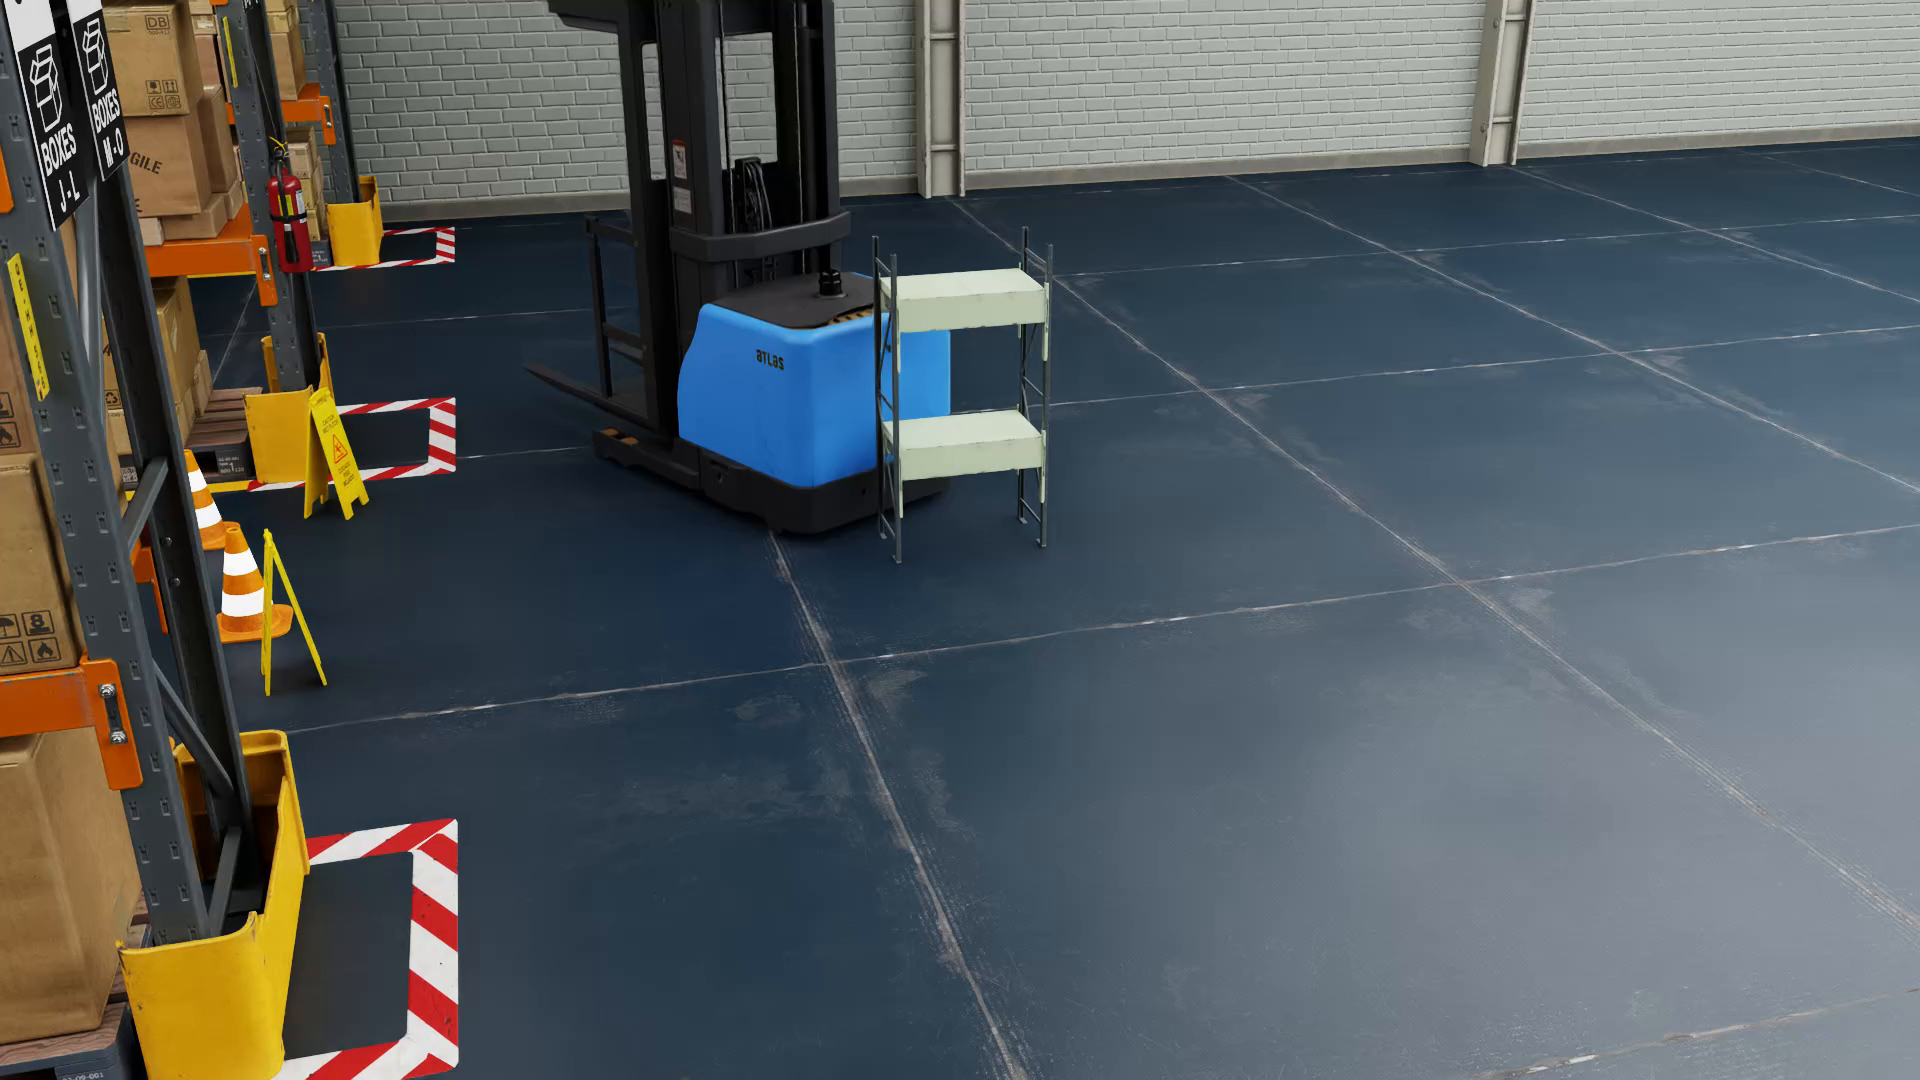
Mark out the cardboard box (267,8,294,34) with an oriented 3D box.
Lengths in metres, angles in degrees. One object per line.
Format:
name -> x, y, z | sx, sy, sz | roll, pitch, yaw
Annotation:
cardboard box -> -5.303, -4.006, 12.833 | 0.250, 0.149, 0.380 | -6, 24, -14

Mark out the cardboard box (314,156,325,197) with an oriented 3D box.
cardboard box -> -5.553, -2.993, 13.743 | 0.500, 0.250, 0.500 | -6, 24, -13

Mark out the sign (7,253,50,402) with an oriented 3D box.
sign -> -2.133, -0.486, 3.811 | 0.005, 0.325, 0.100 | -6, 24, -14

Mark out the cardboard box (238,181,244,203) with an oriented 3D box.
cardboard box -> -5.915, -2.745, 13.163 | 0.500, 0.250, 0.500 | -7, 24, -15

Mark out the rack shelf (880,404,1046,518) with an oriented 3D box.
rack shelf -> 0.006, -0.390, 8.084 | 0.720, 0.370, 0.431 | -6, 24, -14

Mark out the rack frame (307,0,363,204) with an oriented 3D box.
rack frame -> -5.045, -3.806, 13.315 | 0.127, 3.000, 1.000 | -6, 24, -14

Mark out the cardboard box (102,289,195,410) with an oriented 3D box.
cardboard box -> -4.401, -1.011, 8.806 | 0.500, 0.500, 0.500 | -6, 24, -14

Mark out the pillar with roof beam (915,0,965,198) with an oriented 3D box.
pillar with roof beam -> 0.981, -5.835, 10.437 | 0.400, 9.000, 9.100 | -6, 24, -14

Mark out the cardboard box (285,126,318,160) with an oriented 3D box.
cardboard box -> -5.558, -3.215, 13.625 | 0.500, 0.250, 0.500 | -7, 24, -15

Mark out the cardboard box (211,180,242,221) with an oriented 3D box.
cardboard box -> -4.083, -1.848, 9.072 | 0.250, 0.149, 0.380 | -6, 24, -14

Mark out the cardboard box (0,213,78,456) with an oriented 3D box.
cardboard box -> -2.633, -0.593, 4.269 | 0.550, 0.550, 0.875 | -6, 24, -14

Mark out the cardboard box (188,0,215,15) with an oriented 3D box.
cardboard box -> -5.806, -4.092, 12.656 | 0.250, 0.149, 0.380 | -6, 24, -13

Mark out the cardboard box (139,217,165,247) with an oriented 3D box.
cardboard box -> -4.216, -1.616, 8.530 | 0.250, 0.149, 0.380 | -7, 24, -15

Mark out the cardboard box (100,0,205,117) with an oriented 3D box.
cardboard box -> -4.133, -2.426, 8.328 | 0.500, 0.500, 0.700 | -7, 24, -16

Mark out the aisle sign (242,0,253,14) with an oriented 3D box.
aisle sign -> -3.562, -3.013, 8.170 | 0.004, 0.787, 0.394 | -6, 24, -14

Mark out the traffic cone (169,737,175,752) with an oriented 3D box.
traffic cone -> -3.161, 0.630, 6.194 | 0.334, 0.463, 0.336 | -6, 24, -14

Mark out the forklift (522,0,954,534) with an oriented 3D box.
forklift -> -1.408, -1.869, 8.888 | 1.130, 2.935, 3.031 | -20, 30, -39

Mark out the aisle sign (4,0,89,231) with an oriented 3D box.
aisle sign -> -2.116, -1.141, 3.809 | 0.004, 0.787, 0.394 | -6, 24, -14

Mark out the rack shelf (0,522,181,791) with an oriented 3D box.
rack shelf -> -4.191, 0.491, 4.215 | 4.000, 0.370, 1.077 | -6, 24, -14

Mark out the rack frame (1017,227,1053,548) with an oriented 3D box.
rack frame -> 0.359, -0.729, 8.047 | 0.023, 1.500, 0.400 | -6, 24, -14

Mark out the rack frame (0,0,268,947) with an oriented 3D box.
rack frame -> -2.266, -0.053, 4.569 | 0.127, 3.000, 1.000 | -6, 24, -14

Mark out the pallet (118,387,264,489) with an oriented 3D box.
pallet -> -4.565, -0.559, 9.285 | 1.213, 0.211, 1.003 | -6, 24, -14

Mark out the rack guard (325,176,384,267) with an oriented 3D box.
rack guard -> -5.021, -2.659, 13.814 | 0.348, 0.500, 1.175 | -6, 24, -14

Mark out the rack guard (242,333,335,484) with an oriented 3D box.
rack guard -> -3.773, -0.765, 9.398 | 0.348, 0.500, 1.175 | -6, 24, -14

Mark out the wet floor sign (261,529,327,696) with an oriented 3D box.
wet floor sign -> -2.773, 0.274, 6.793 | 0.232, 0.644, 0.267 | -11, 25, -23

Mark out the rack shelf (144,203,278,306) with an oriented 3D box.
rack shelf -> -5.626, -1.378, 8.569 | 4.000, 0.370, 1.077 | -6, 24, -14

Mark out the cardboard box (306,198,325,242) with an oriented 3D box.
cardboard box -> -5.412, -2.565, 13.378 | 0.500, 0.250, 0.500 | -6, 24, -14

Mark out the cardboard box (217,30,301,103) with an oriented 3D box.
cardboard box -> -5.447, -3.699, 12.941 | 0.500, 0.500, 0.500 | -7, 24, -16

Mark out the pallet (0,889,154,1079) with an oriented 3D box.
pallet -> -3.014, 1.343, 4.851 | 1.213, 0.211, 1.003 | -6, 24, -14

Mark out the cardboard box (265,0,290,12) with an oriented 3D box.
cardboard box -> -5.332, -4.168, 12.833 | 0.250, 0.149, 0.380 | -6, 24, -14

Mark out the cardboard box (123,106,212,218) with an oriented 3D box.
cardboard box -> -4.148, -1.942, 8.467 | 0.500, 0.500, 0.500 | -7, 24, -15

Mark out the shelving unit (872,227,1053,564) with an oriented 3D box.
shelving unit -> 0.006, -0.690, 7.956 | 0.755, 1.500, 0.431 | -6, 24, -14

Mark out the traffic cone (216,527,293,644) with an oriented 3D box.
traffic cone -> -3.138, 0.165, 7.278 | 0.334, 0.463, 0.336 | -6, 24, -14

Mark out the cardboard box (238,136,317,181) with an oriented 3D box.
cardboard box -> -5.404, -3.027, 13.187 | 0.500, 0.250, 0.500 | -5, 24, -13

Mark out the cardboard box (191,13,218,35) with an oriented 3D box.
cardboard box -> -5.807, -3.963, 12.733 | 0.250, 0.149, 0.380 | -6, 24, -13

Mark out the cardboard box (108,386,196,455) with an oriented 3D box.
cardboard box -> -4.429, -0.660, 8.939 | 0.500, 0.250, 0.500 | -6, 24, -15
